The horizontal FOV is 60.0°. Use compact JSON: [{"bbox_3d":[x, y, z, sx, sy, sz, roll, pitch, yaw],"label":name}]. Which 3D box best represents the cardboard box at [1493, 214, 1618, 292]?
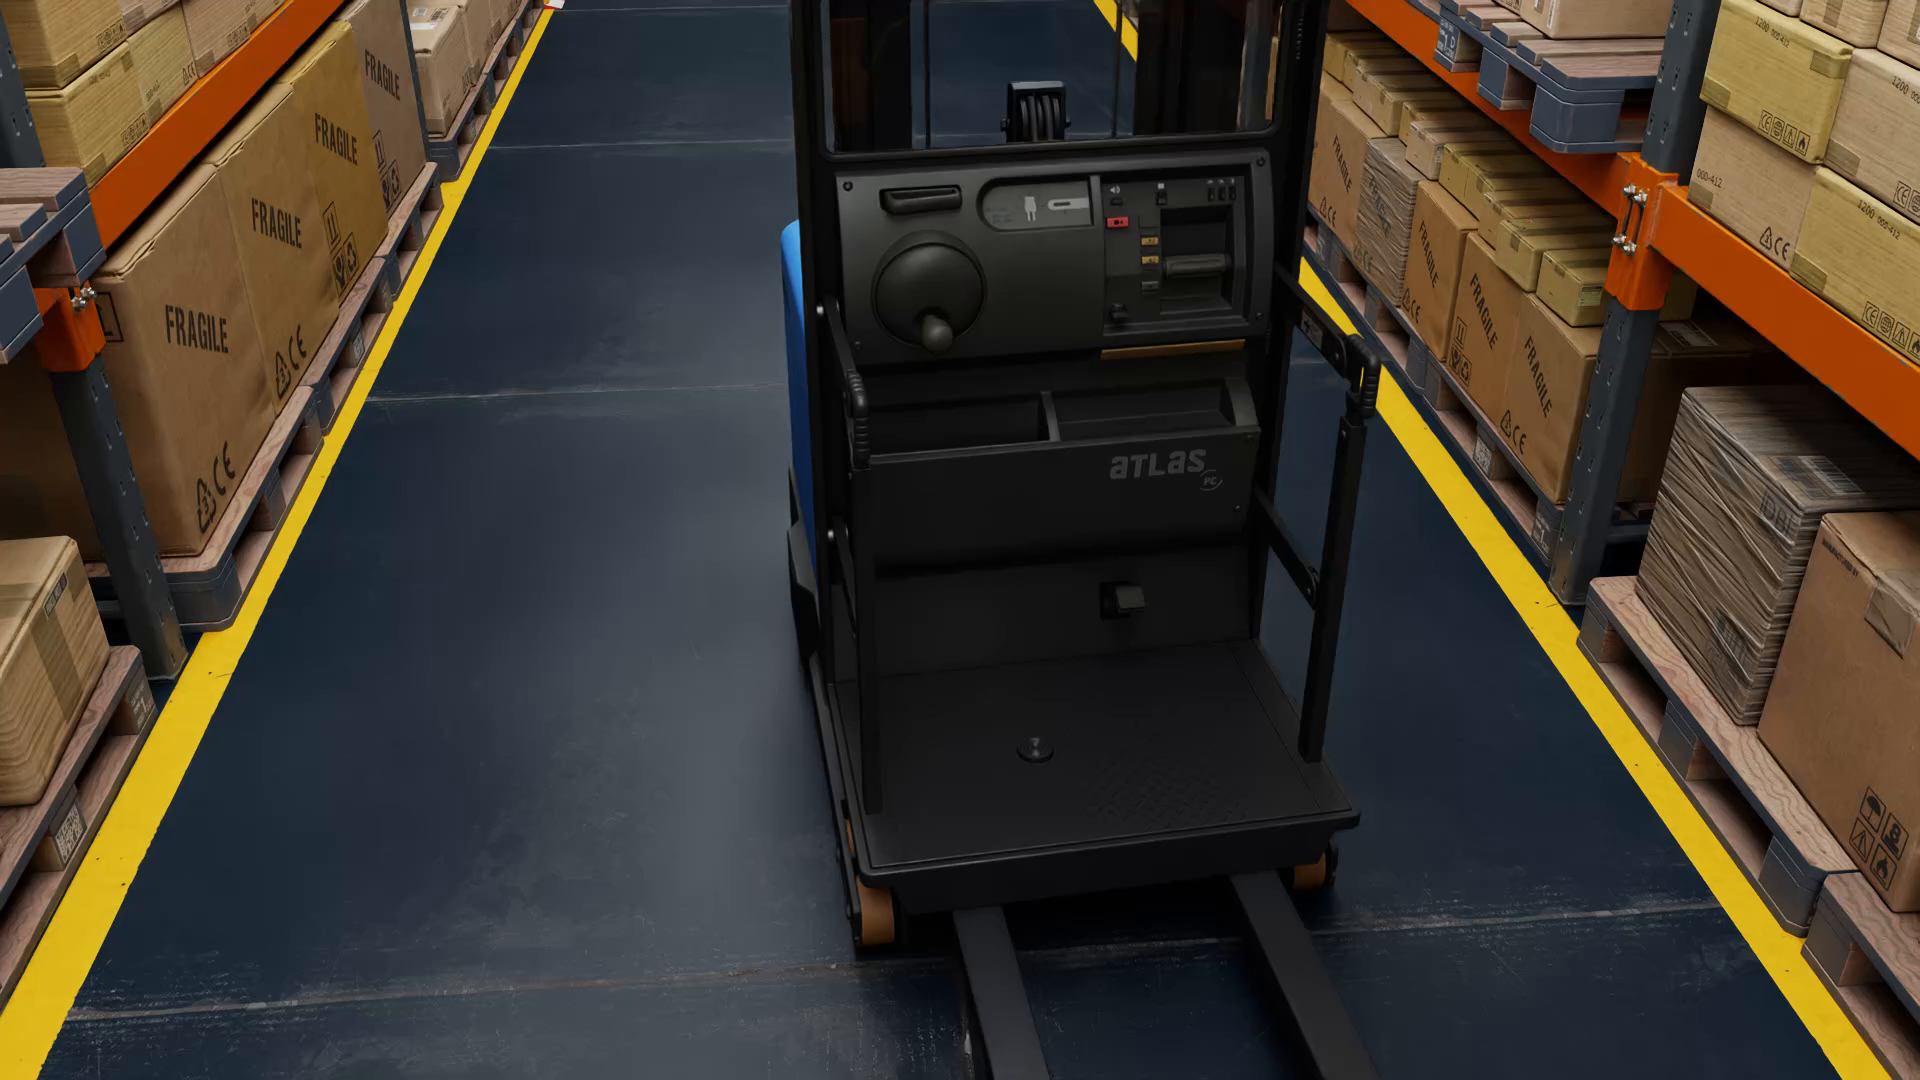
[{"bbox_3d":[1.919,-0.904,5.234,0.380,0.149,0.250,-4,31,-7],"label":"cardboard box"}]

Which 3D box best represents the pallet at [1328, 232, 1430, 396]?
[{"bbox_3d":[2.131,-0.948,6.631,1.003,0.211,1.213,-3,31,-5],"label":"pallet"}]

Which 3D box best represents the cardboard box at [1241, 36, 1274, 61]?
[{"bbox_3d":[1.522,-2.642,9.005,0.396,0.266,0.258,-2,31,-3],"label":"cardboard box"}]

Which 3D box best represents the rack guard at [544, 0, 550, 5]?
[{"bbox_3d":[-3.418,-3.925,11.333,1.175,0.500,0.348,-3,31,-5],"label":"rack guard"}]

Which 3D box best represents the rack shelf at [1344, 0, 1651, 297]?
[{"bbox_3d":[2.087,-1.853,6.129,1.077,0.370,4.000,-3,31,-5],"label":"rack shelf"}]

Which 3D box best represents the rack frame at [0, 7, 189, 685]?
[{"bbox_3d":[-2.668,-0.901,3.833,1.000,3.000,0.127,-3,31,-5],"label":"rack frame"}]

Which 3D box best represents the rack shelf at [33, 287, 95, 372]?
[{"bbox_3d":[-2.481,0.429,2.308,1.077,0.370,4.000,-3,31,-5],"label":"rack shelf"}]

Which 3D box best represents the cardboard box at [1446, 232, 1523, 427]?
[{"bbox_3d":[1.984,-0.709,5.541,0.500,0.500,0.500,-3,31,-5],"label":"cardboard box"}]

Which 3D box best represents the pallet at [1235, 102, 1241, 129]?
[{"bbox_3d":[1.837,-2.336,8.956,1.003,0.211,1.213,-3,31,-5],"label":"pallet"}]

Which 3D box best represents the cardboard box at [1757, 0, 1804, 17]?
[{"bbox_3d":[2.010,-1.285,3.747,0.380,0.149,0.250,-2,31,-3],"label":"cardboard box"}]

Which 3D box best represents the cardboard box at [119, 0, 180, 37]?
[{"bbox_3d":[-2.517,-1.586,4.638,0.500,0.250,0.500,-2,31,-3],"label":"cardboard box"}]

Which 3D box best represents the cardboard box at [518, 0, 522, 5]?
[{"bbox_3d":[-3.254,-3.734,10.665,0.875,0.438,0.875,-4,31,-6],"label":"cardboard box"}]

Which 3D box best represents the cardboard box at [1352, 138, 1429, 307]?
[{"bbox_3d":[1.865,-1.241,6.430,0.500,0.500,0.500,-4,31,-6],"label":"cardboard box"}]

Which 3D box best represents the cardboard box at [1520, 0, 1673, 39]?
[{"bbox_3d":[1.830,-1.530,4.722,0.380,0.149,0.250,-2,31,-4],"label":"cardboard box"}]

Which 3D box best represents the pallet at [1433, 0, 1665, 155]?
[{"bbox_3d":[2.140,-1.401,4.858,1.213,0.211,1.003,-3,31,-5],"label":"pallet"}]

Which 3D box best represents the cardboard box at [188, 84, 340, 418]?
[{"bbox_3d":[-2.729,-0.981,5.630,0.875,0.875,0.875,-2,31,-4],"label":"cardboard box"}]

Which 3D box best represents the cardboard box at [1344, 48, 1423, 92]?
[{"bbox_3d":[1.846,-1.965,7.011,0.380,0.149,0.250,-3,31,-5],"label":"cardboard box"}]

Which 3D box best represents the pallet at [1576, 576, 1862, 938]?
[{"bbox_3d":[2.312,0.479,4.243,1.003,0.211,1.213,-3,31,-5],"label":"pallet"}]

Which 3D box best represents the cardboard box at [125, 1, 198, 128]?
[{"bbox_3d":[-2.529,-1.360,4.748,0.500,0.250,0.500,-4,31,-6],"label":"cardboard box"}]

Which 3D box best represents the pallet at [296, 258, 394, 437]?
[{"bbox_3d":[-2.777,-0.731,6.269,1.003,0.211,1.213,-3,31,-5],"label":"pallet"}]

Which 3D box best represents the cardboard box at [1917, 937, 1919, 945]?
[{"bbox_3d":[2.450,0.695,3.068,0.875,0.625,0.625,-4,31,-7],"label":"cardboard box"}]

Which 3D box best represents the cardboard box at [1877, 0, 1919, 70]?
[{"bbox_3d":[2.086,-1.019,3.301,0.380,0.149,0.250,-2,31,-3],"label":"cardboard box"}]

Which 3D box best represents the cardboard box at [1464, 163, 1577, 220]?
[{"bbox_3d":[1.959,-1.178,5.692,0.380,0.149,0.250,-2,31,-3],"label":"cardboard box"}]

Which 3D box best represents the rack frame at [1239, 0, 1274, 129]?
[{"bbox_3d":[1.900,-3.183,7.654,1.000,3.000,0.127,-3,31,-5],"label":"rack frame"}]

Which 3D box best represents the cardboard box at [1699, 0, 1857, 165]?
[{"bbox_3d":[2.047,-1.052,3.744,0.500,0.250,0.500,-3,31,-5],"label":"cardboard box"}]

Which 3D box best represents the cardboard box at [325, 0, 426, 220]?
[{"bbox_3d":[-2.904,-1.899,7.166,0.875,0.875,0.875,-2,31,-3],"label":"cardboard box"}]

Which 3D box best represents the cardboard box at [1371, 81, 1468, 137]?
[{"bbox_3d":[1.853,-1.709,6.582,0.380,0.149,0.250,-2,31,-3],"label":"cardboard box"}]

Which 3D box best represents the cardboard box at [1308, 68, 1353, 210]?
[{"bbox_3d":[1.781,-1.761,7.301,0.500,0.500,0.500,-3,31,-5],"label":"cardboard box"}]

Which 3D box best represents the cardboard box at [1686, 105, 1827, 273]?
[{"bbox_3d":[2.072,-0.838,3.874,0.500,0.250,0.500,-3,31,-4],"label":"cardboard box"}]

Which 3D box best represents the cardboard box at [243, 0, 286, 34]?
[{"bbox_3d":[-2.622,-1.880,5.618,0.500,0.250,0.500,-3,31,-5],"label":"cardboard box"}]

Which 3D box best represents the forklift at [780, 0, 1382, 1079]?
[{"bbox_3d":[0.249,-0.553,3.318,1.130,2.935,3.031,-5,31,-9],"label":"forklift"}]

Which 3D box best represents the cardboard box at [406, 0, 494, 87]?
[{"bbox_3d":[-3.078,-2.806,9.112,0.875,0.438,0.875,-4,31,-6],"label":"cardboard box"}]

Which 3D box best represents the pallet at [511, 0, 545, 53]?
[{"bbox_3d":[-3.263,-3.384,10.709,1.003,0.211,1.213,-3,31,-5],"label":"pallet"}]

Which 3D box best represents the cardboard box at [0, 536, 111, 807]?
[{"bbox_3d":[-2.625,0.336,3.916,0.950,0.372,0.625,-5,31,-8],"label":"cardboard box"}]

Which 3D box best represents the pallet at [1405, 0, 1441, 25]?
[{"bbox_3d":[2.087,-2.051,5.946,1.003,0.211,1.213,-3,31,-5],"label":"pallet"}]

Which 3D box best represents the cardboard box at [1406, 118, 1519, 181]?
[{"bbox_3d":[1.879,-1.445,6.139,0.380,0.149,0.250,-4,31,-7],"label":"cardboard box"}]

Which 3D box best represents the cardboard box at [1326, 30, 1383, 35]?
[{"bbox_3d":[1.771,-2.235,7.462,0.380,0.149,0.250,-4,31,-6],"label":"cardboard box"}]

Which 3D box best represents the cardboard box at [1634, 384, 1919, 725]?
[{"bbox_3d":[2.318,0.018,4.202,0.875,0.625,0.625,-2,31,-3],"label":"cardboard box"}]

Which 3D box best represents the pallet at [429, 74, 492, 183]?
[{"bbox_3d":[-3.035,-2.138,8.624,1.003,0.211,1.213,-3,31,-5],"label":"pallet"}]

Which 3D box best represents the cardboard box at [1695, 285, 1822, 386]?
[{"bbox_3d":[2.513,-0.476,5.151,0.500,0.500,0.500,-2,31,-3],"label":"cardboard box"}]

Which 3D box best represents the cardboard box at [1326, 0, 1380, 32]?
[{"bbox_3d":[1.741,-2.370,7.398,0.380,0.149,0.250,-4,31,-7],"label":"cardboard box"}]
